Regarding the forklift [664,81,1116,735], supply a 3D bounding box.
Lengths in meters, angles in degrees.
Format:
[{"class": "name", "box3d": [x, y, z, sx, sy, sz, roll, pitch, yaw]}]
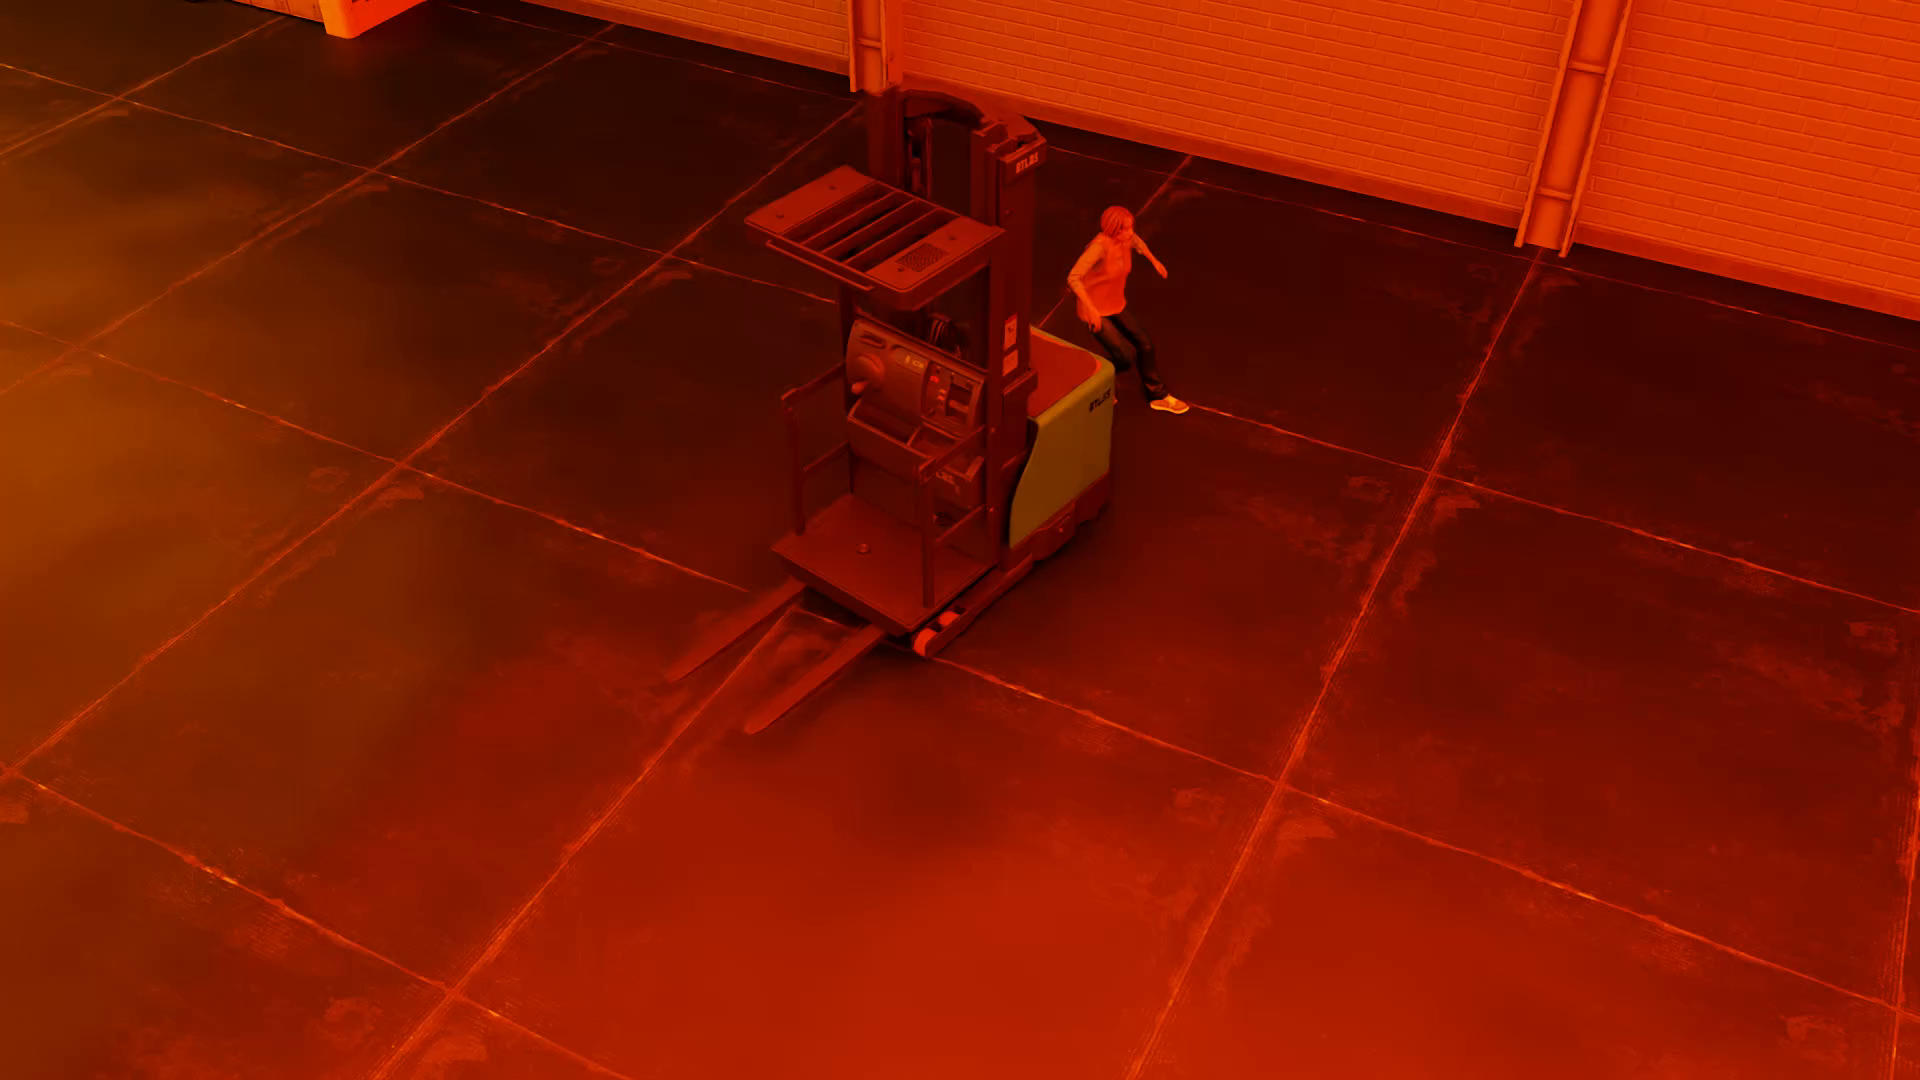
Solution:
[{"class": "forklift", "box3d": [-0.387, -0.817, 8.956, 1.130, 2.935, 3.031, 28, 48, 29]}]

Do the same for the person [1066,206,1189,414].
[{"class": "person", "box3d": [1.129, -1.467, 10.846, 0.727, 1.473, 0.891, 29, 48, 30]}]
